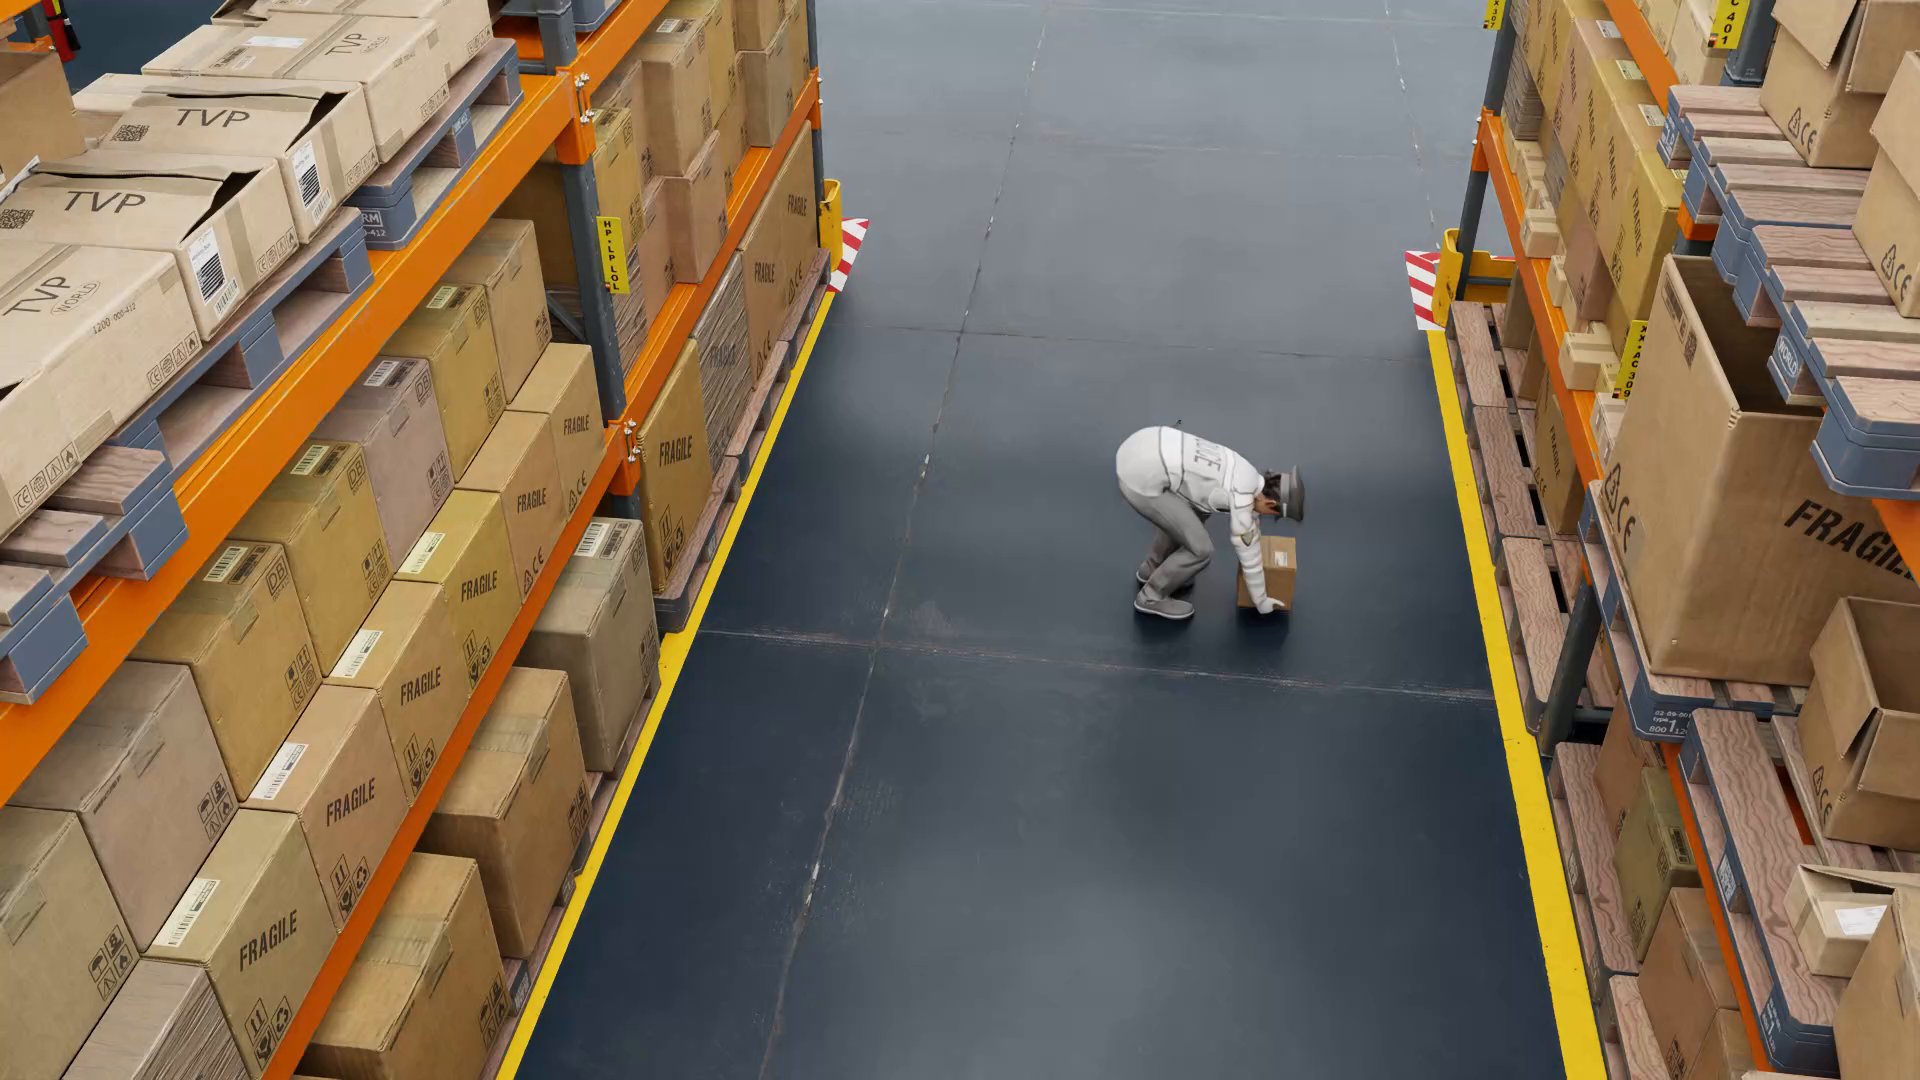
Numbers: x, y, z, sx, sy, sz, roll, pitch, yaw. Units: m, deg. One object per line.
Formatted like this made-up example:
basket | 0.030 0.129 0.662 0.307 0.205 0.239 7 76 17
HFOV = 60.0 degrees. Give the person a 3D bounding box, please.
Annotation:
person | 1.156 -0.085 7.783 0.882 0.919 0.457 3 36 4
